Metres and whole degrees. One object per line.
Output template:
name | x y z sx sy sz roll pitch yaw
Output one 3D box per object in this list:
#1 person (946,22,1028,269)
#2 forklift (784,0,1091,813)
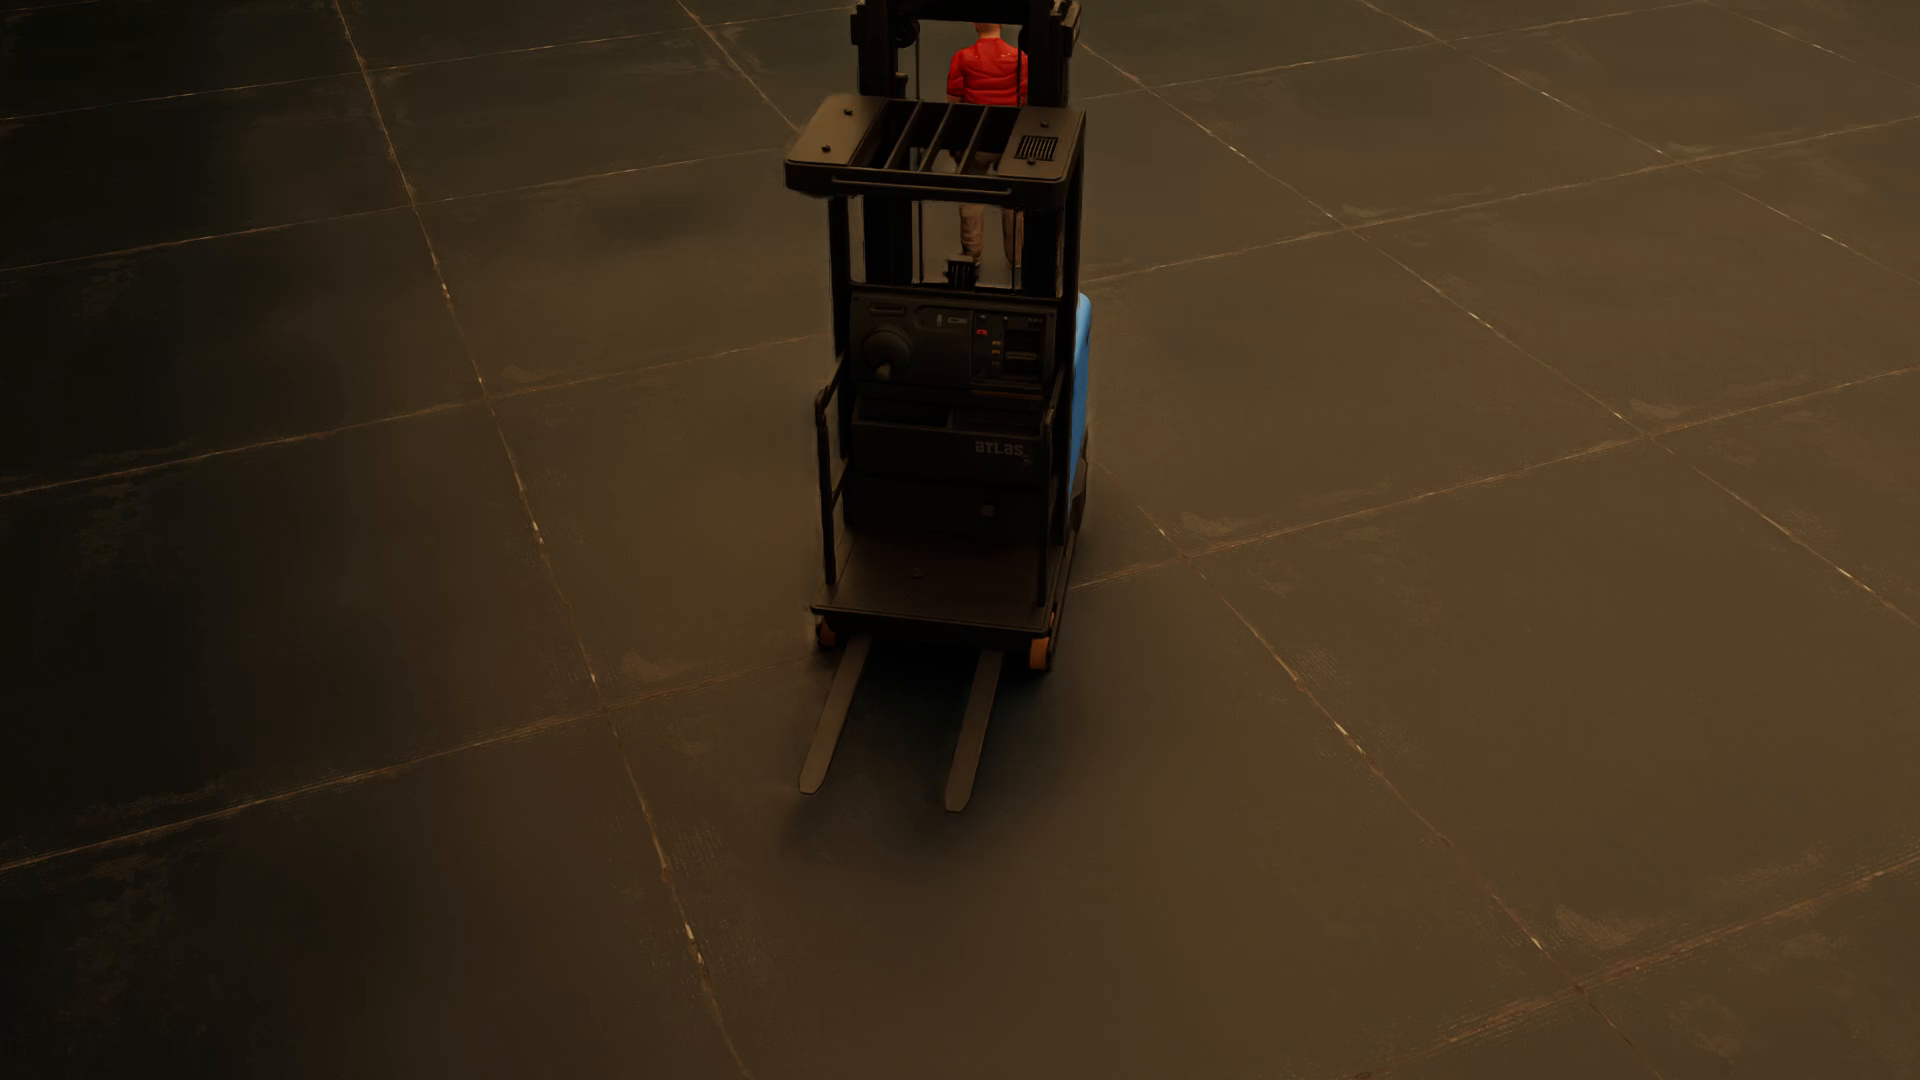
person | 0.201 -2.594 10.785 0.590 1.725 0.398 2 35 2
forklift | -0.070 -0.813 7.242 1.130 2.935 3.031 6 36 8
